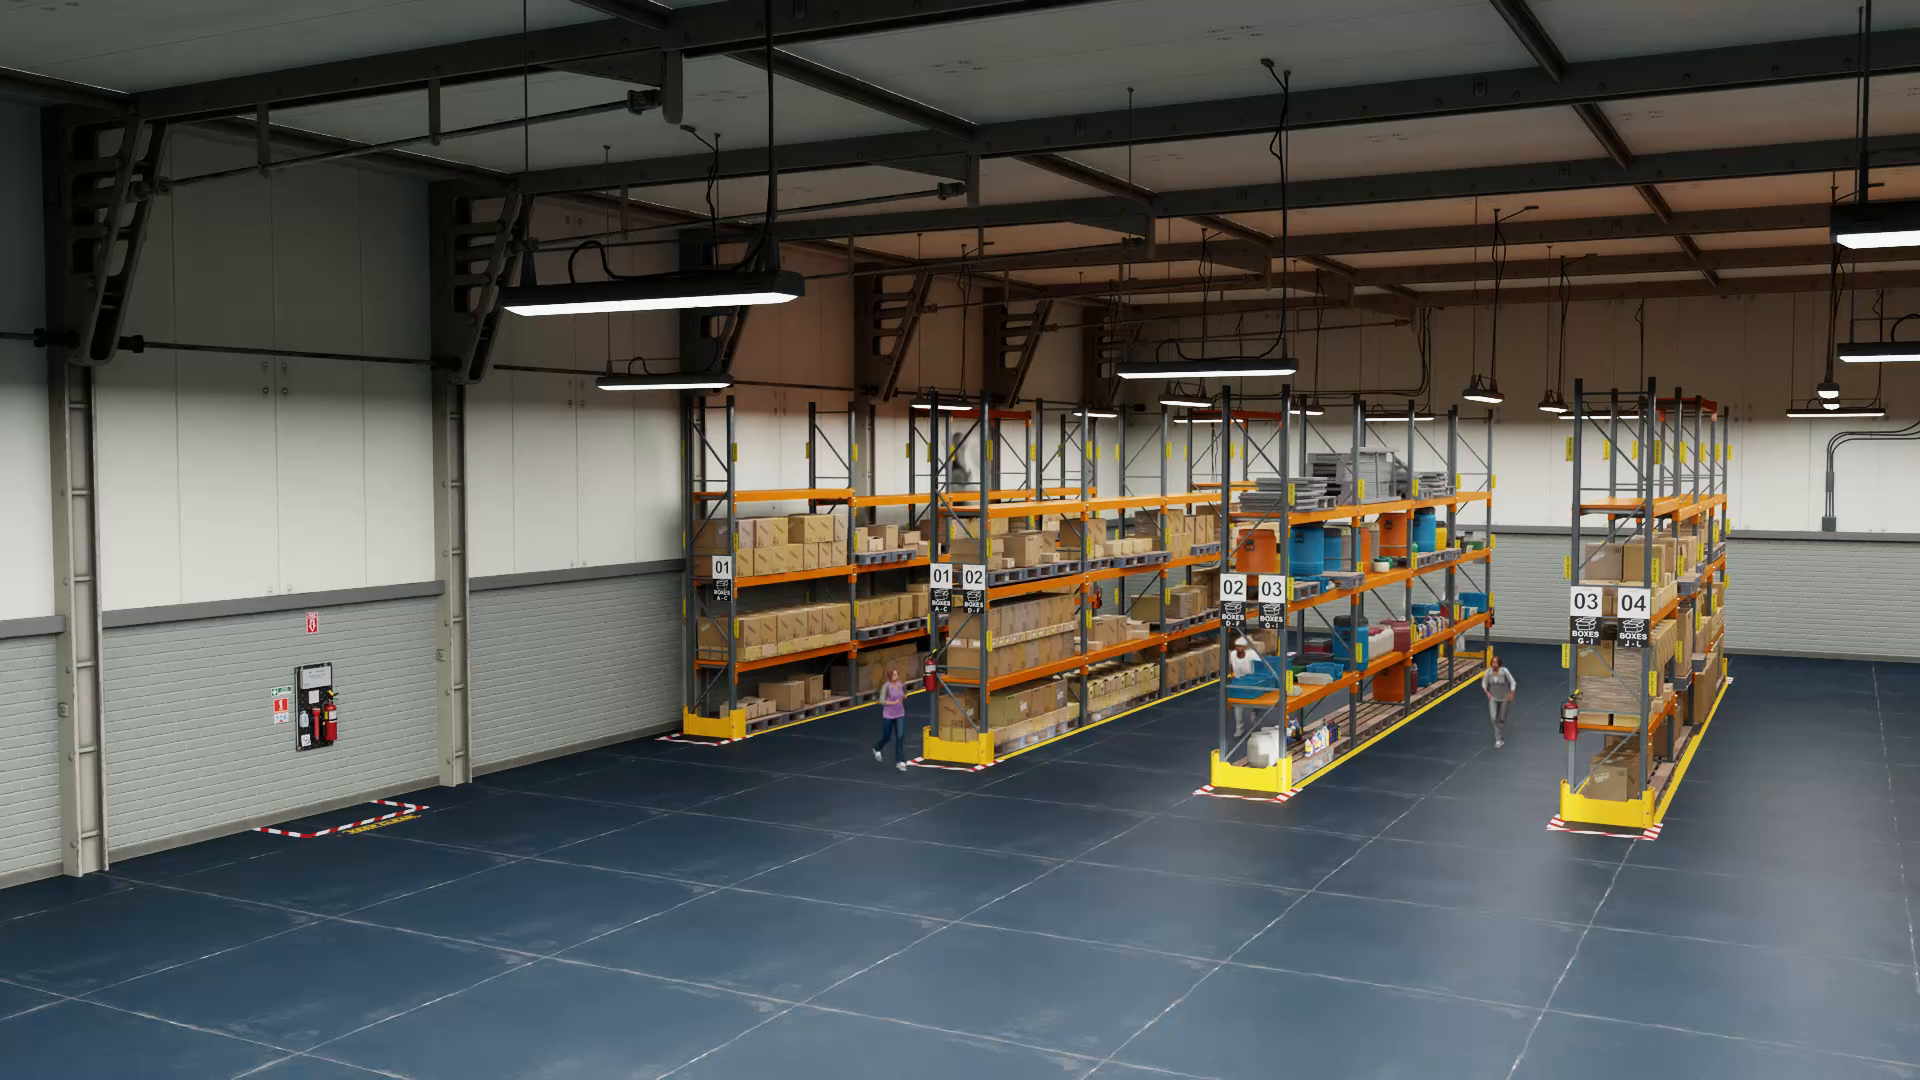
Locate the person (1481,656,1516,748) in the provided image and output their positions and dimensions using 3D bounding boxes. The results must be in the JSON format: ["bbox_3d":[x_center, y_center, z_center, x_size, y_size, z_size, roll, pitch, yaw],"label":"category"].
[{"bbox_3d":[9.234,2.748,28.509,0.565,1.567,0.680,1,3,25],"label":"person"}]

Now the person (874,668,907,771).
[{"bbox_3d":[-1.080,2.798,26.266,0.537,1.586,0.874,-2,4,-33],"label":"person"}]

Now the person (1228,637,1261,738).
[{"bbox_3d":[5.092,2.590,29.599,0.699,1.754,1.073,2,3,29],"label":"person"}]

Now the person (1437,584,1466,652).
[{"bbox_3d":[12.066,1.971,40.894,1.047,1.783,0.718,3,4,41],"label":"person"}]
